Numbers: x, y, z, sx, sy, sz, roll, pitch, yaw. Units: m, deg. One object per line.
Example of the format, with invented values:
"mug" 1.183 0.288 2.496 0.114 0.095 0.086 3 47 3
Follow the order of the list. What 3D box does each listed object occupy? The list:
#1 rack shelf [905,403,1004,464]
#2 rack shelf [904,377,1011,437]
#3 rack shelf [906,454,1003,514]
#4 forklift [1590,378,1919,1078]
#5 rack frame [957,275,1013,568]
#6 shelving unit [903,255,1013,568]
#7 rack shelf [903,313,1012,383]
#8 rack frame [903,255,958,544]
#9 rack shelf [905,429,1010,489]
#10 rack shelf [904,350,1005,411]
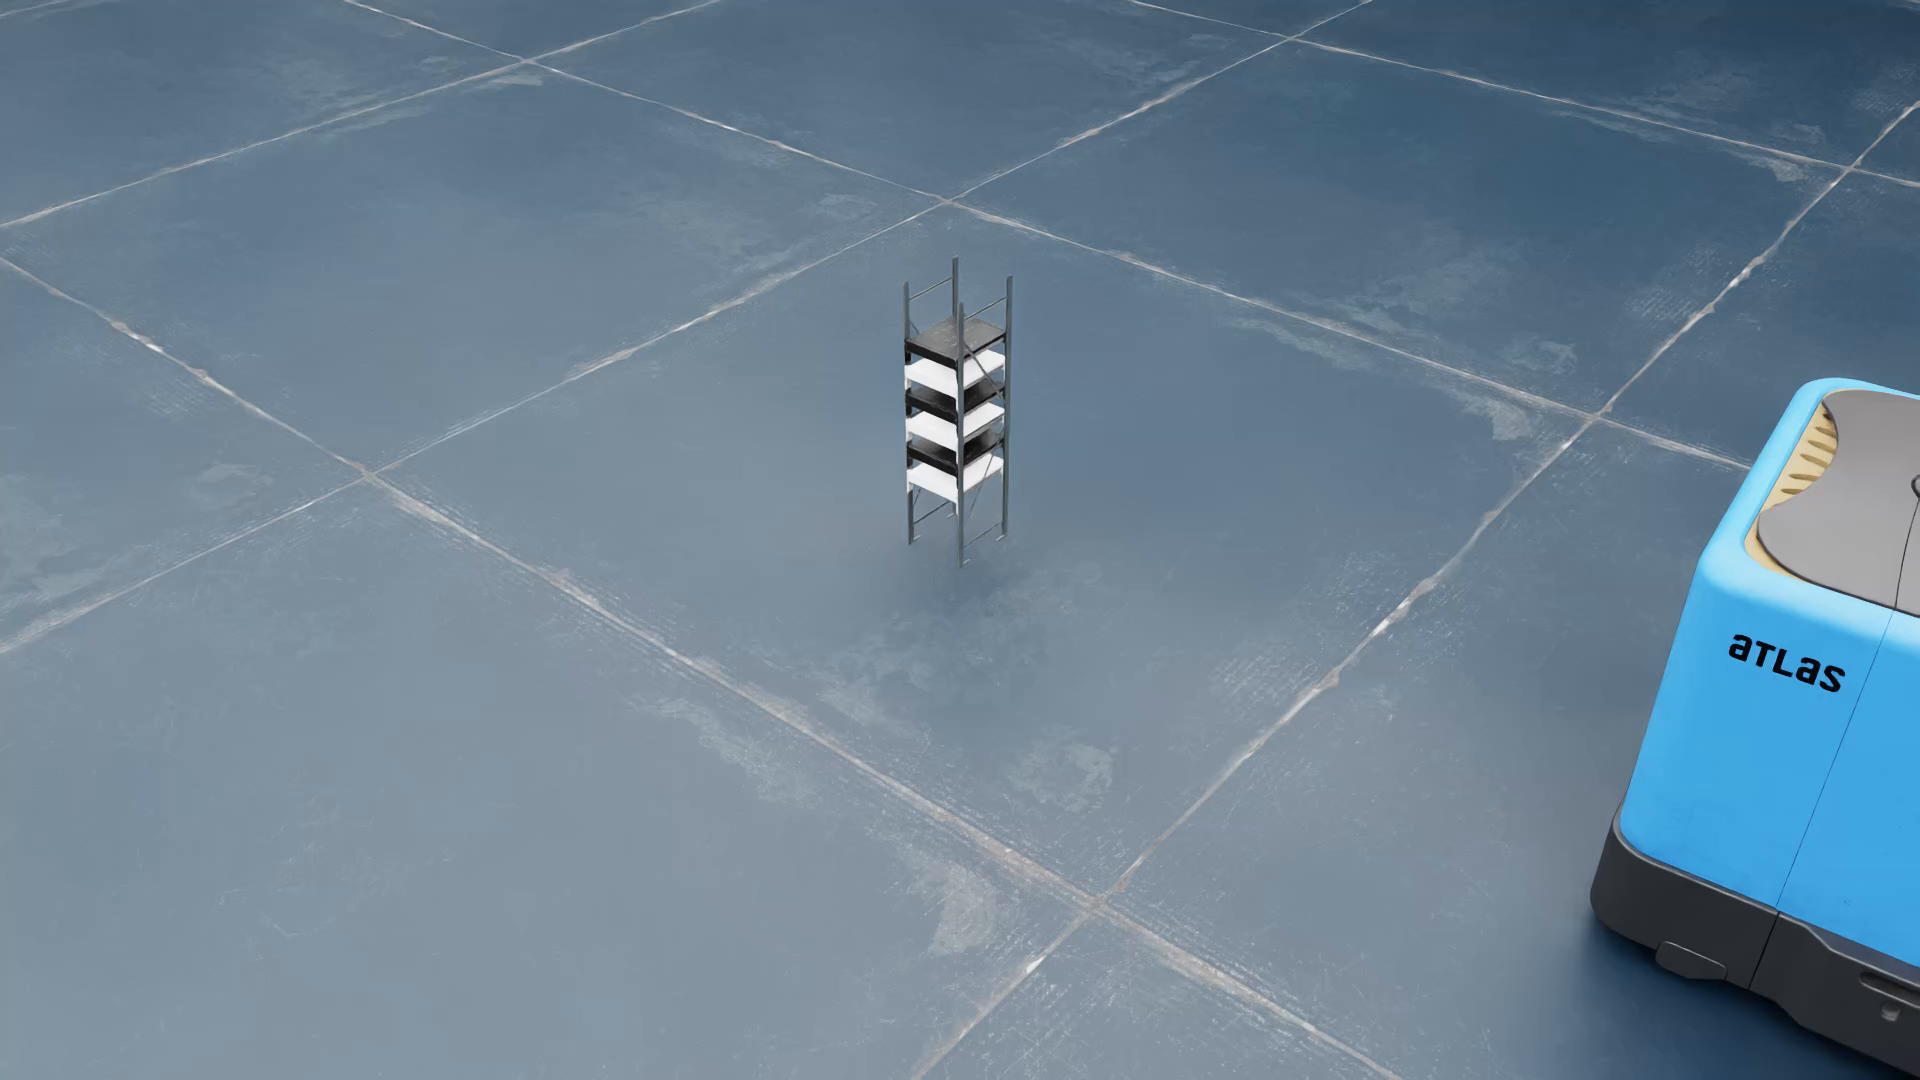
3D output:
"rack shelf" -0.006 -0.346 5.018 0.200 0.077 0.258 25 42 32
"rack shelf" -0.006 -0.421 4.967 0.200 0.077 0.258 25 42 32
"rack shelf" -0.006 -0.198 5.120 0.200 0.077 0.258 25 42 32
"forklift" 2.972 -0.028 2.701 3.031 2.935 1.130 22 40 28
"rack frame" 0.072 -0.337 4.946 0.006 0.900 0.240 25 42 32
"shelving unit" -0.006 -0.374 5.000 0.210 0.900 0.258 25 42 32
"rack shelf" -0.006 -0.569 4.866 0.200 0.077 0.258 25 42 32
"rack frame" -0.084 -0.411 5.053 0.006 0.900 0.240 25 42 32
"rack shelf" -0.006 -0.272 5.069 0.200 0.077 0.258 25 42 32
"rack shelf" -0.006 -0.495 4.917 0.200 0.077 0.258 25 42 32
